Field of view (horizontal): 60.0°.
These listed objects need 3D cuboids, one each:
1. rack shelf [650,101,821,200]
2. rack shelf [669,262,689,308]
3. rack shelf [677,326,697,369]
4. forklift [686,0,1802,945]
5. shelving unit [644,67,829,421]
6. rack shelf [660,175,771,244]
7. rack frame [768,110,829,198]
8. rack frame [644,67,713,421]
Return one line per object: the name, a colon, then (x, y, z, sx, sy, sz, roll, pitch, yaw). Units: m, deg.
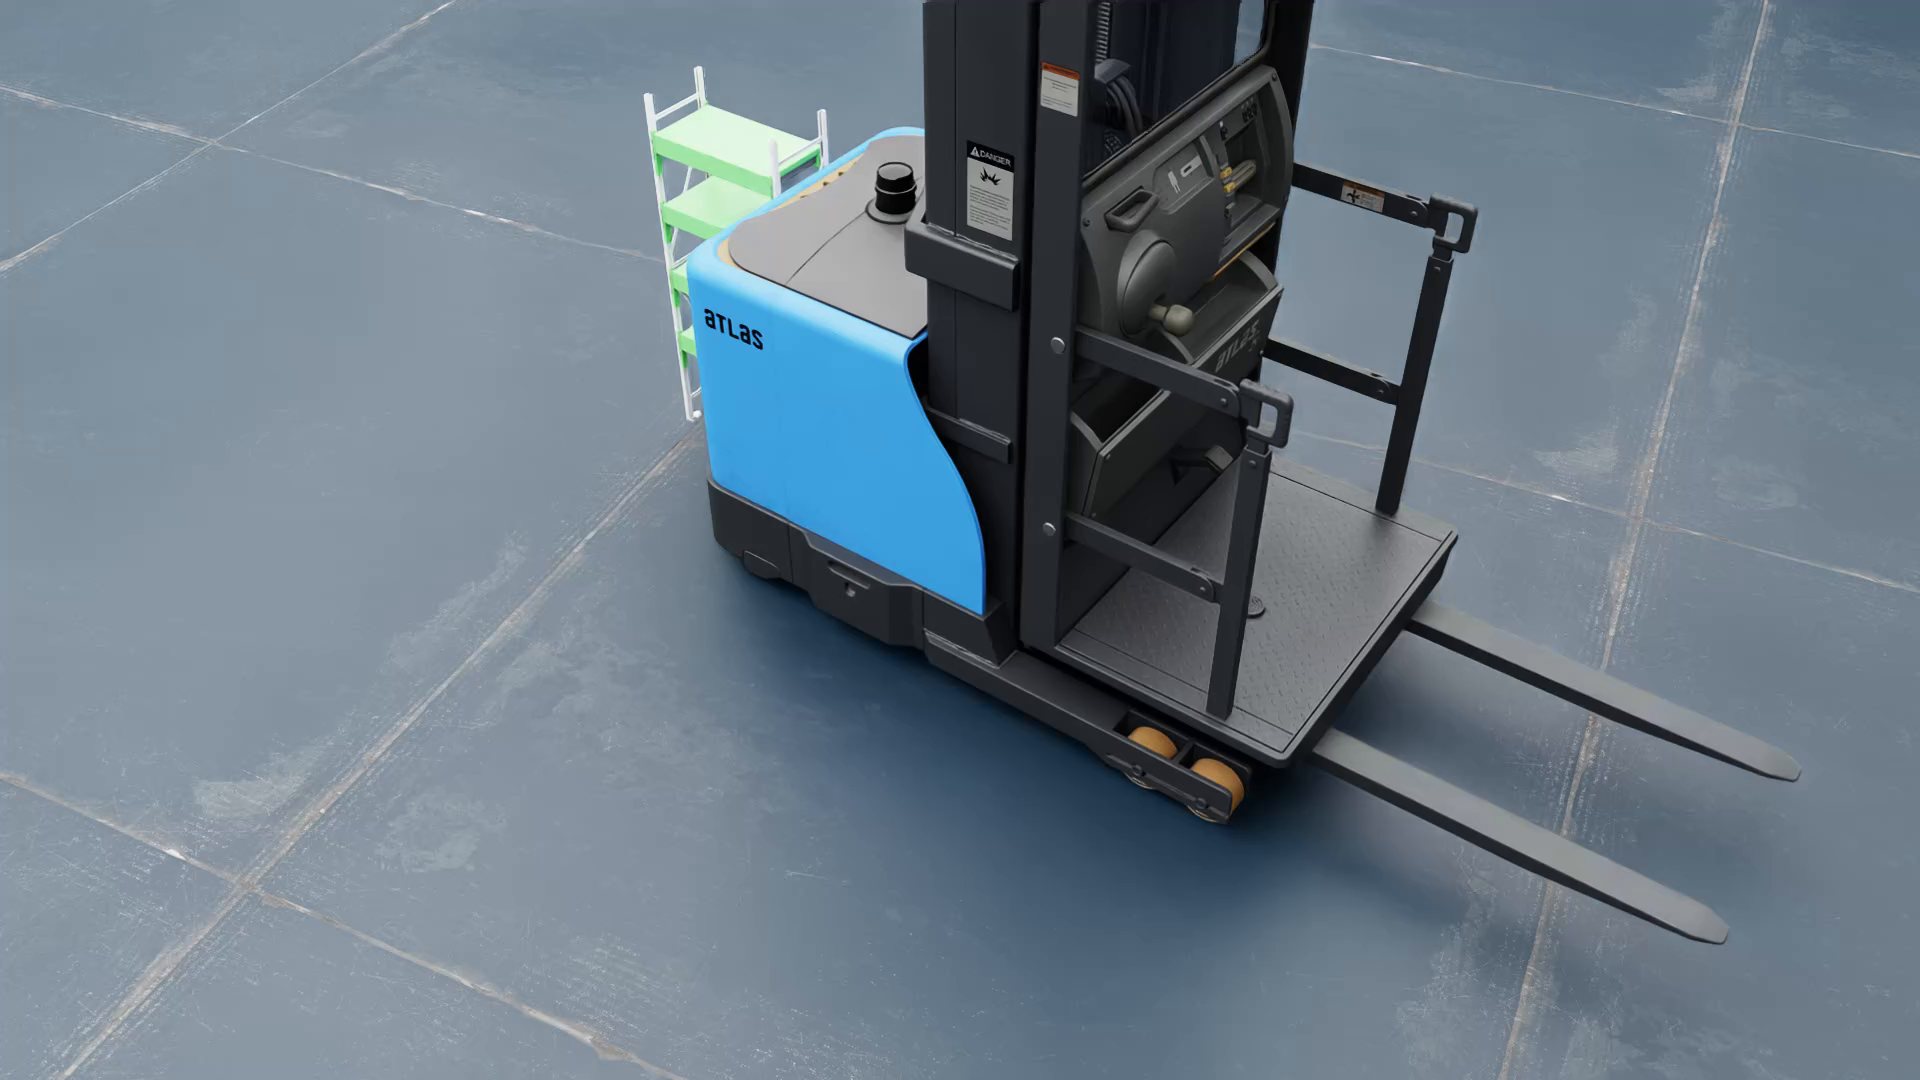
rack shelf: (-0.667, -1.151, 5.026, 0.480, 0.148, 0.258, 25, 47, 26)
rack shelf: (-0.667, -0.788, 5.340, 0.480, 0.148, 0.258, 25, 47, 26)
rack shelf: (-0.667, -0.606, 5.498, 0.480, 0.148, 0.258, 25, 47, 26)
forklift: (0.727, -0.763, 3.893, 3.031, 2.935, 1.130, 25, 47, 26)
shelving unit: (-0.667, -0.836, 5.299, 0.503, 1.200, 0.258, 25, 47, 26)
rack shelf: (-0.667, -0.969, 5.183, 0.480, 0.148, 0.258, 25, 47, 26)
rack frame: (-0.469, -0.743, 5.191, 0.015, 1.200, 0.240, 25, 47, 26)
rack frame: (-0.865, -0.930, 5.407, 0.015, 1.200, 0.240, 25, 47, 26)
